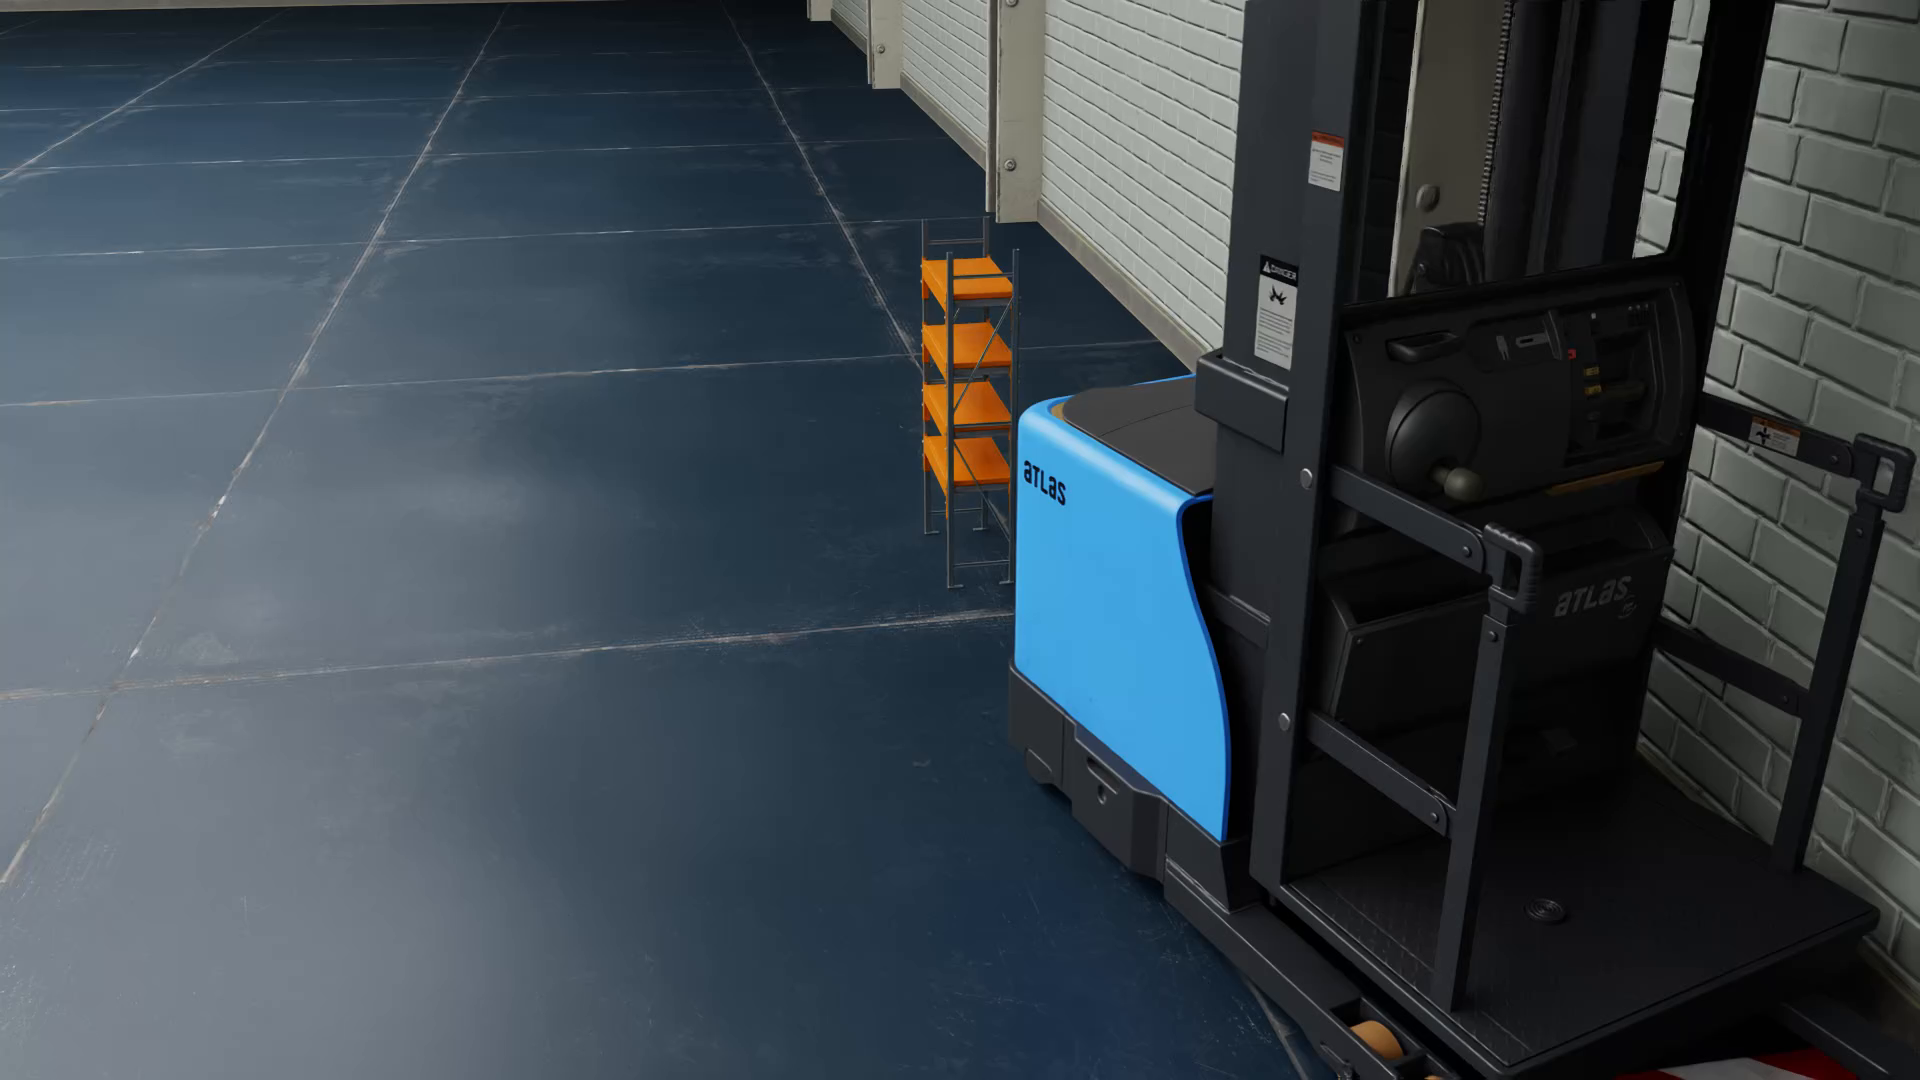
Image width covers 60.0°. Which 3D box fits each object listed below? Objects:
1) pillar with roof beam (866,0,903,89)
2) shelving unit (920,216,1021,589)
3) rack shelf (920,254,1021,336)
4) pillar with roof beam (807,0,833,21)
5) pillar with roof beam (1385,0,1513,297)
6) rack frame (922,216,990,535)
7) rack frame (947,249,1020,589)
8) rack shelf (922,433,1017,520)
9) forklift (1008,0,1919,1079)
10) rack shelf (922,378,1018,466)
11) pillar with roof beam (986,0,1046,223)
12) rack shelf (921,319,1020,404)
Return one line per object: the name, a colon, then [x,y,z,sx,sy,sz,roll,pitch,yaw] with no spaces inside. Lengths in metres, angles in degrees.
pillar with roof beam: [-4.976,-8.369,14.170,9.100,9.000,0.400,-4,24,-10]
shelving unit: [0.031,-0.485,5.861,0.258,1.200,0.503,-4,24,-10]
rack shelf: [0.031,-0.845,5.703,0.258,0.148,0.480,-4,24,-10]
pillar with roof beam: [-6.085,-10.729,19.573,9.100,9.000,0.400,-4,24,-10]
pillar with roof beam: [-2.757,-3.649,3.362,9.100,9.000,0.400,-4,24,-10]
rack frame: [-0.015,-0.581,6.081,0.240,1.200,0.015,-4,24,-10]
rack frame: [0.076,-0.389,5.641,0.240,1.200,0.015,-4,24,-10]
rack shelf: [0.031,-0.241,5.967,0.258,0.148,0.480,-4,24,-10]
forklift: [1.269,-0.290,3.251,1.130,2.935,3.031,-12,26,-25]
rack shelf: [0.031,-0.423,5.888,0.258,0.148,0.480,-4,24,-10]
pillar with roof beam: [-3.866,-6.009,8.766,9.100,9.000,0.400,-4,24,-10]
rack shelf: [0.031,-0.628,5.798,0.258,0.148,0.480,-4,24,-10]
